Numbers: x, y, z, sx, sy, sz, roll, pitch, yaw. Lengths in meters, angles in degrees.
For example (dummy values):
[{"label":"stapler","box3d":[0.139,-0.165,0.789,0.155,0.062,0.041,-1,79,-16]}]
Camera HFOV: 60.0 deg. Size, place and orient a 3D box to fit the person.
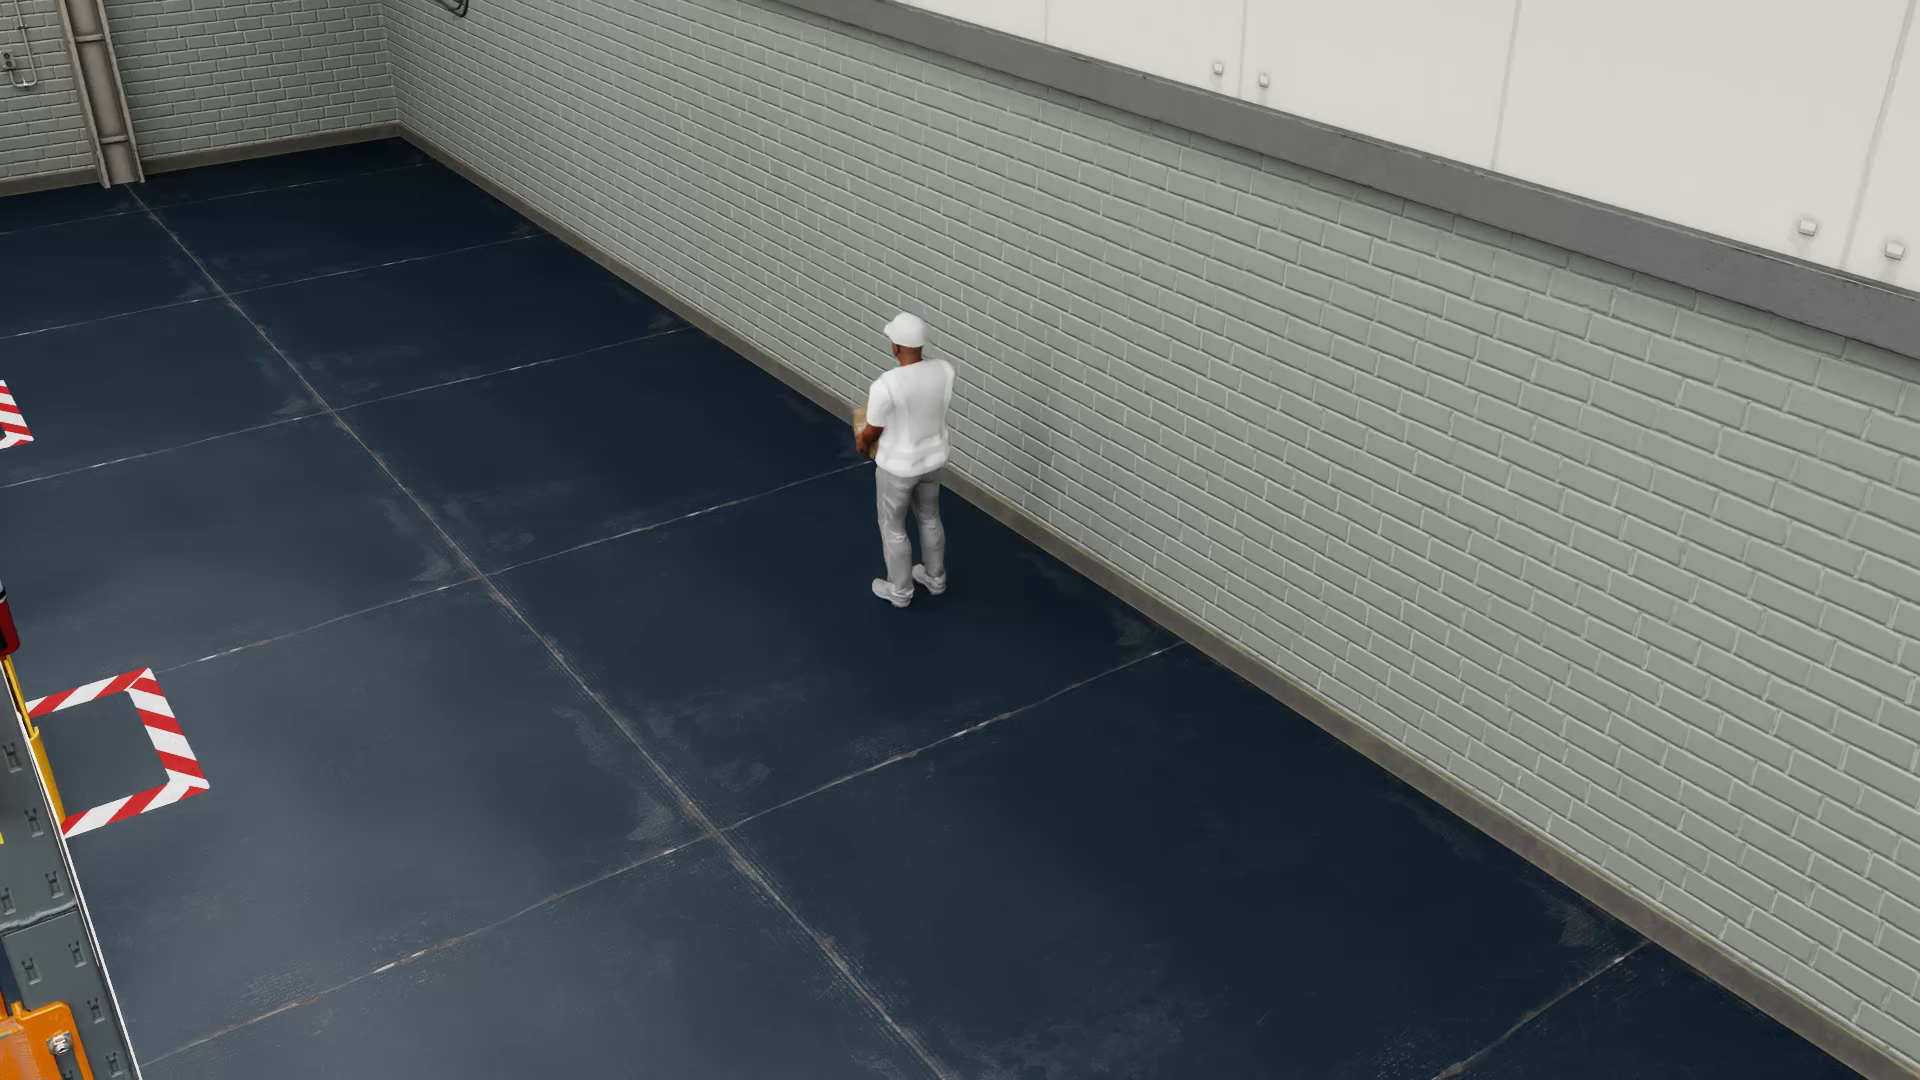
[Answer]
[{"label":"person","box3d":[-0.329,-0.482,9.488,0.548,1.769,0.541,-19,34,-31]}]
